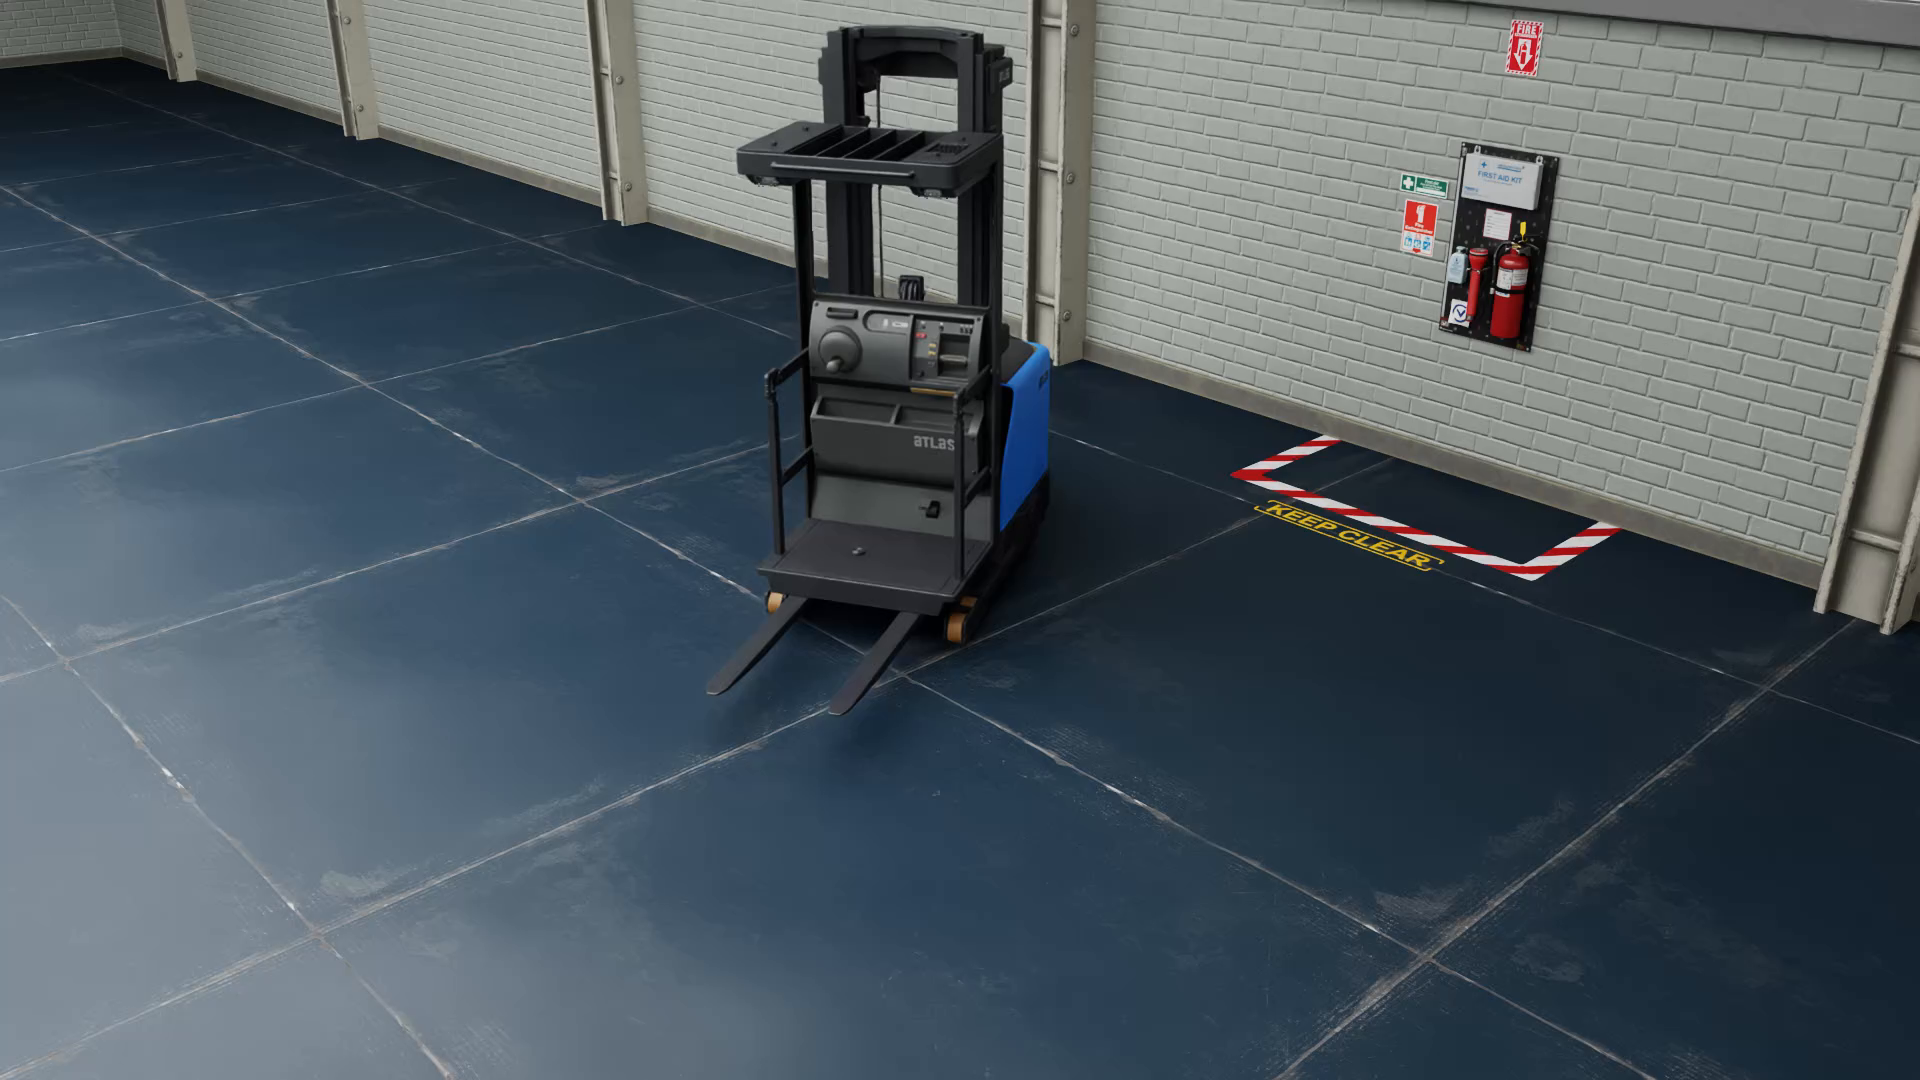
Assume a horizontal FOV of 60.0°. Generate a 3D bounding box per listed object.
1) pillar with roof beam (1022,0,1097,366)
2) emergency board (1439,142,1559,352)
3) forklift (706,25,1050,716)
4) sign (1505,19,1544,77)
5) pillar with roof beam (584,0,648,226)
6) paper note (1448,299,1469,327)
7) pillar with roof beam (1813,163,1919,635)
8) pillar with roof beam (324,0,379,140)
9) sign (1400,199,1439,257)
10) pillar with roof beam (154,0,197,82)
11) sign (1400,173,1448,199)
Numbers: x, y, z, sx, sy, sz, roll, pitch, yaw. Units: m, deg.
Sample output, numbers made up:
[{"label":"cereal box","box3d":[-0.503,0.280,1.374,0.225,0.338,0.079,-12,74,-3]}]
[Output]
[{"label":"pillar with roof beam","box3d":[-2.421,-4.297,8.326,9.100,9.000,0.400,-21,32,-38]},{"label":"emergency board","box3d":[3.161,-1.730,9.928,0.194,1.169,0.643,-21,32,-38]},{"label":"forklift","box3d":[-0.395,-0.981,8.370,1.130,2.935,3.031,8,26,16]},{"label":"sign","box3d":[3.228,-2.815,9.515,0.001,0.298,0.199,-21,32,-38]},{"label":"pillar with roof beam","box3d":[-6.522,-6.114,12.311,9.100,9.000,0.400,-21,32,-38]},{"label":"paper note","box3d":[3.090,-1.403,10.272,0.016,0.148,0.142,-21,32,-38]},{"label":"pillar with roof beam","box3d":[1.680,-2.479,4.341,9.100,9.000,0.400,-21,32,-38]},{"label":"pillar with roof beam","box3d":[-10.623,-7.932,16.295,9.100,9.000,0.400,-21,32,-38]},{"label":"sign","box3d":[2.858,-1.943,10.352,0.001,0.329,0.234,-21,32,-38]},{"label":"pillar with roof beam","box3d":[-14.724,-9.750,20.280,9.100,9.000,0.400,-21,32,-38]},{"label":"sign","box3d":[2.855,-2.180,10.234,0.001,0.109,0.331,-21,32,-38]}]
